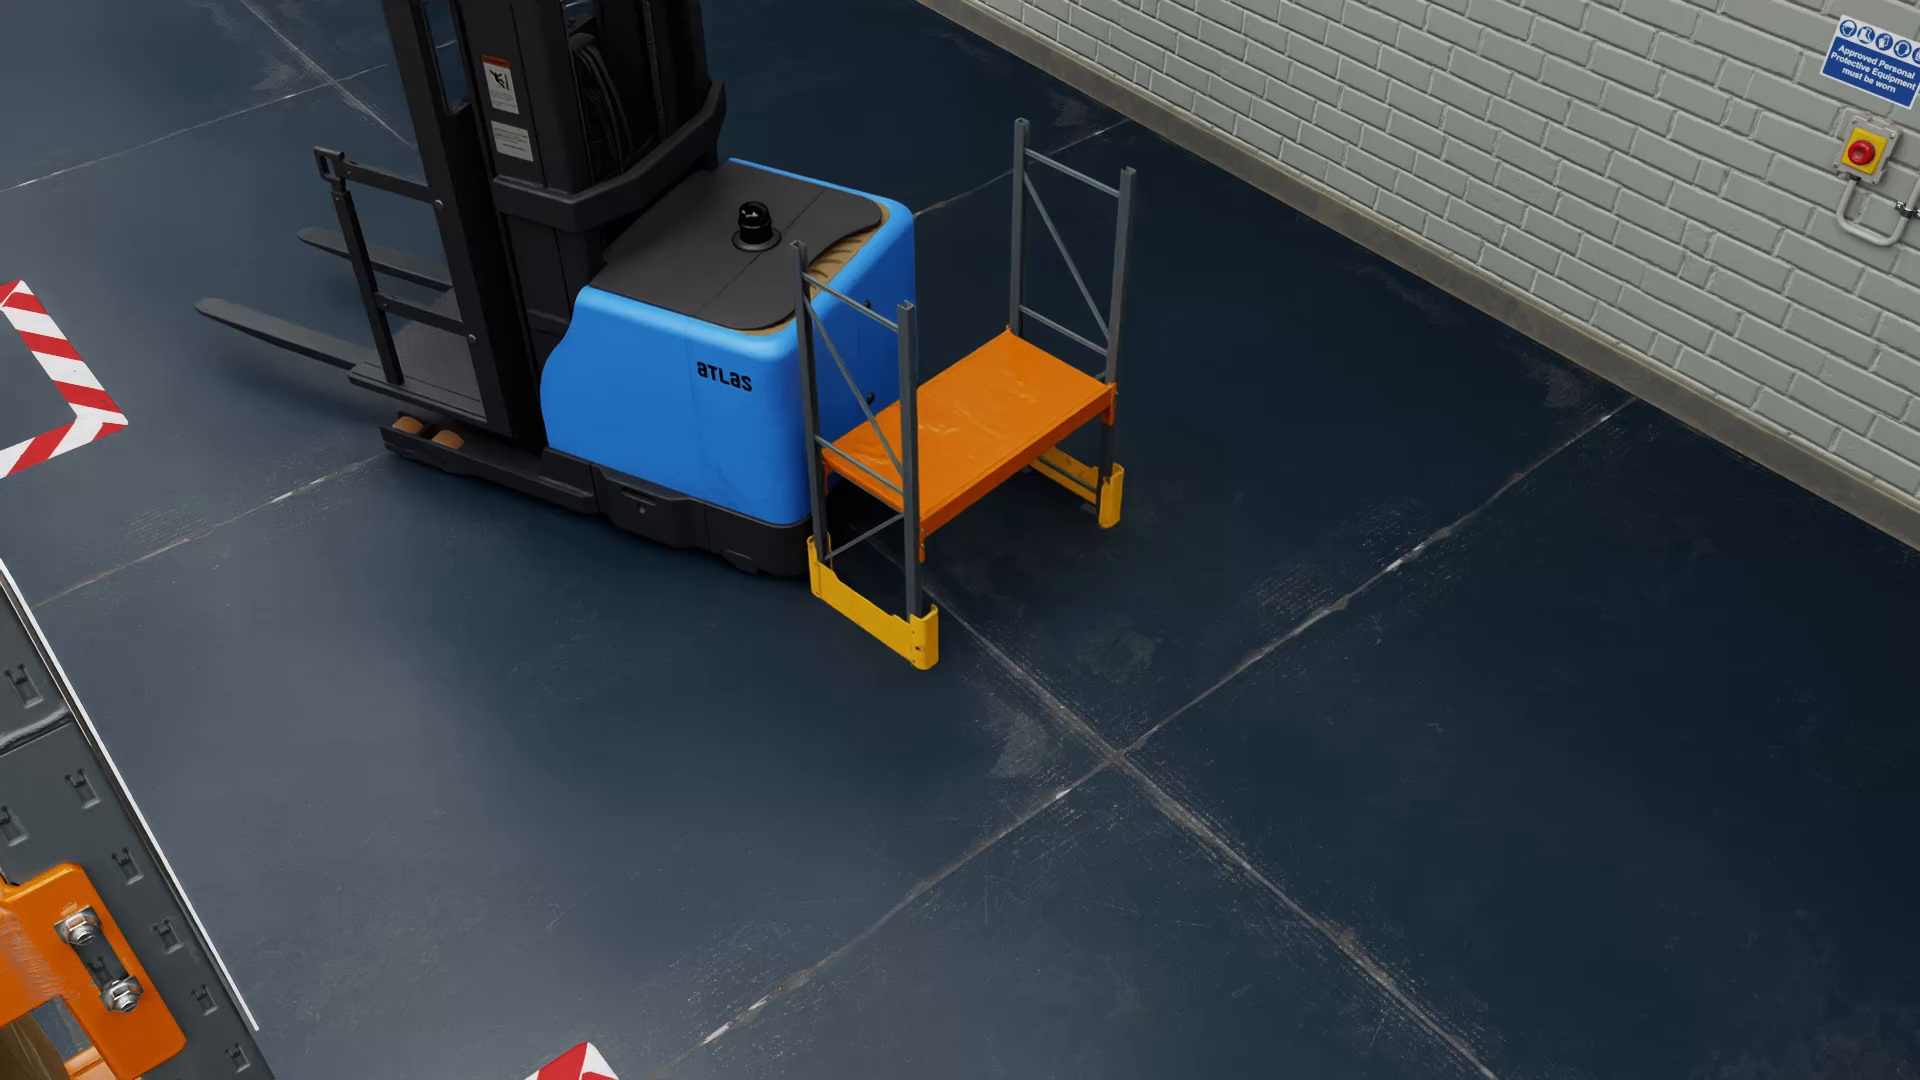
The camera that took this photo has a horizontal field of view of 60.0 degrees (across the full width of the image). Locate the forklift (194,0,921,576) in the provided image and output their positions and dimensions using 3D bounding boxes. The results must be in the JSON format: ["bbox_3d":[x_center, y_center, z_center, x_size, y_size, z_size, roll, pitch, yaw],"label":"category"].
[{"bbox_3d":[-1.706,-1.637,5.852,3.031,2.935,1.130,18,46,19],"label":"forklift"}]

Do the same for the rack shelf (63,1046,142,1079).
[{"bbox_3d":[-2.794,2.180,2.263,4.000,0.370,1.077,-30,51,-28],"label":"rack shelf"}]

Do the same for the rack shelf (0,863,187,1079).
[{"bbox_3d":[-2.794,1.087,1.236,4.000,0.370,1.077,-30,51,-28],"label":"rack shelf"}]

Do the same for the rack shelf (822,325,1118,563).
[{"bbox_3d":[0.026,-0.359,5.799,0.538,0.185,1.000,33,52,30],"label":"rack shelf"}]

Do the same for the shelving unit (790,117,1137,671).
[{"bbox_3d":[0.033,-0.494,5.681,0.587,1.500,1.083,33,52,30],"label":"shelving unit"}]

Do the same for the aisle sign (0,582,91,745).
[{"bbox_3d":[-1.391,-0.092,2.258,0.004,0.787,0.394,-30,51,-28],"label":"aisle sign"}]

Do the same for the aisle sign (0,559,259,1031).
[{"bbox_3d":[-1.006,0.223,1.922,0.004,0.787,0.394,-30,51,-28],"label":"aisle sign"}]

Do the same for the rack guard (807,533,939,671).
[{"bbox_3d":[-0.308,0.210,5.844,0.587,0.250,0.087,33,52,30],"label":"rack guard"}]

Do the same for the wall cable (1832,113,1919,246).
[{"bbox_3d":[3.050,-1.831,5.244,0.123,1.953,0.585,-30,51,-28],"label":"wall cable"}]

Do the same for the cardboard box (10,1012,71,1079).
[{"bbox_3d":[-1.812,1.063,2.854,0.500,0.500,0.500,-30,51,-28],"label":"cardboard box"}]

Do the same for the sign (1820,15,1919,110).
[{"bbox_3d":[3.066,-1.600,5.565,0.001,0.218,0.327,-30,51,-28],"label":"sign"}]

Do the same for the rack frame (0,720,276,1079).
[{"bbox_3d":[-1.260,1.040,2.952,0.127,3.000,1.000,-30,51,-28],"label":"rack frame"}]

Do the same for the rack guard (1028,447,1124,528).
[{"bbox_3d":[0.373,-0.287,6.373,0.587,0.250,0.087,33,52,30],"label":"rack guard"}]

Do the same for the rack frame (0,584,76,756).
[{"bbox_3d":[-1.260,-1.147,0.898,0.127,3.000,1.000,-30,51,-28],"label":"rack frame"}]

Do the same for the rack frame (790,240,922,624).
[{"bbox_3d":[-0.321,-0.236,5.406,0.500,1.500,0.032,33,52,30],"label":"rack frame"}]

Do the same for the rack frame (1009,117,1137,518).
[{"bbox_3d":[0.374,-0.744,5.946,0.500,1.500,0.032,33,52,30],"label":"rack frame"}]
